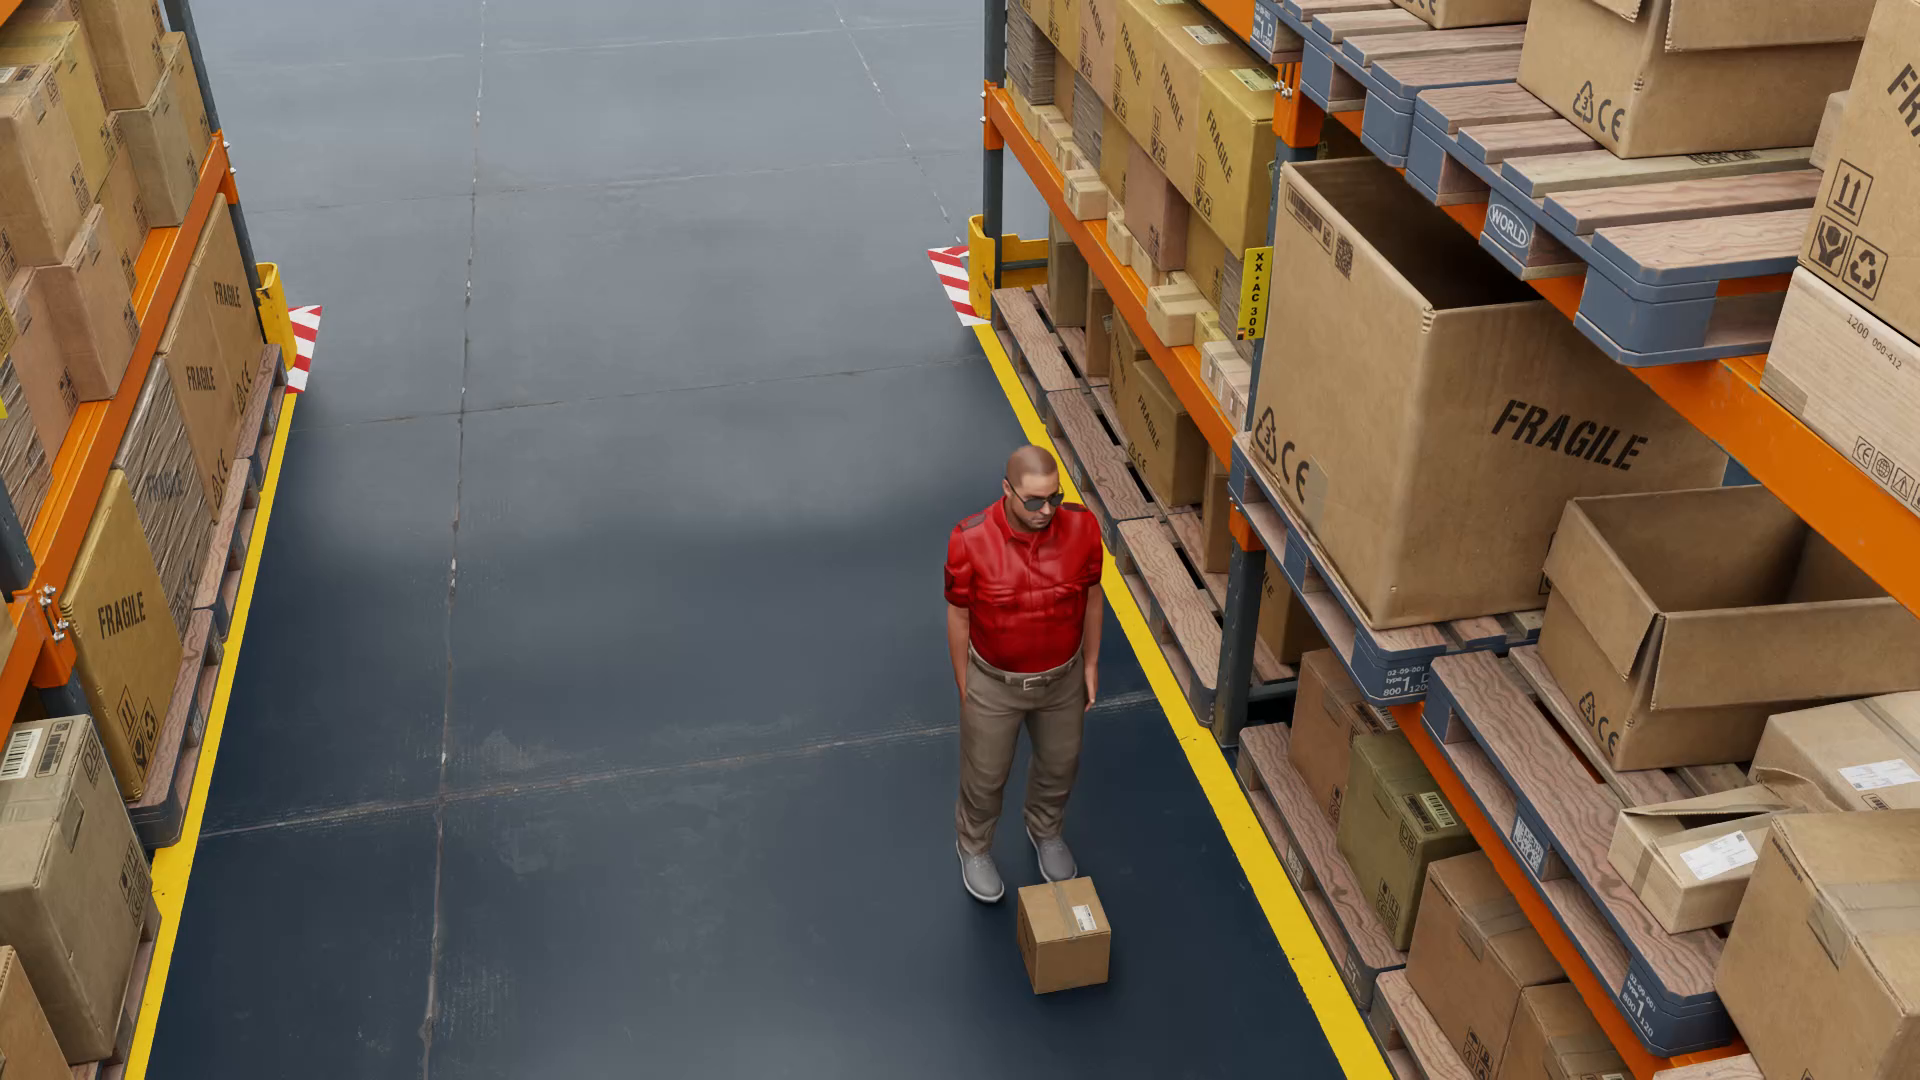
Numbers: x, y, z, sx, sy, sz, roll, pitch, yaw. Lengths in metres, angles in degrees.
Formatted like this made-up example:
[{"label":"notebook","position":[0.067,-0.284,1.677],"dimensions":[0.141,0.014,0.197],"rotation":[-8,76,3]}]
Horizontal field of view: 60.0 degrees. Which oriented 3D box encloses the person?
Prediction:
[{"label":"person","position":[0.226,0.456,5.496],"dimensions":[0.528,1.724,0.360],"rotation":[-8,35,-12]}]
